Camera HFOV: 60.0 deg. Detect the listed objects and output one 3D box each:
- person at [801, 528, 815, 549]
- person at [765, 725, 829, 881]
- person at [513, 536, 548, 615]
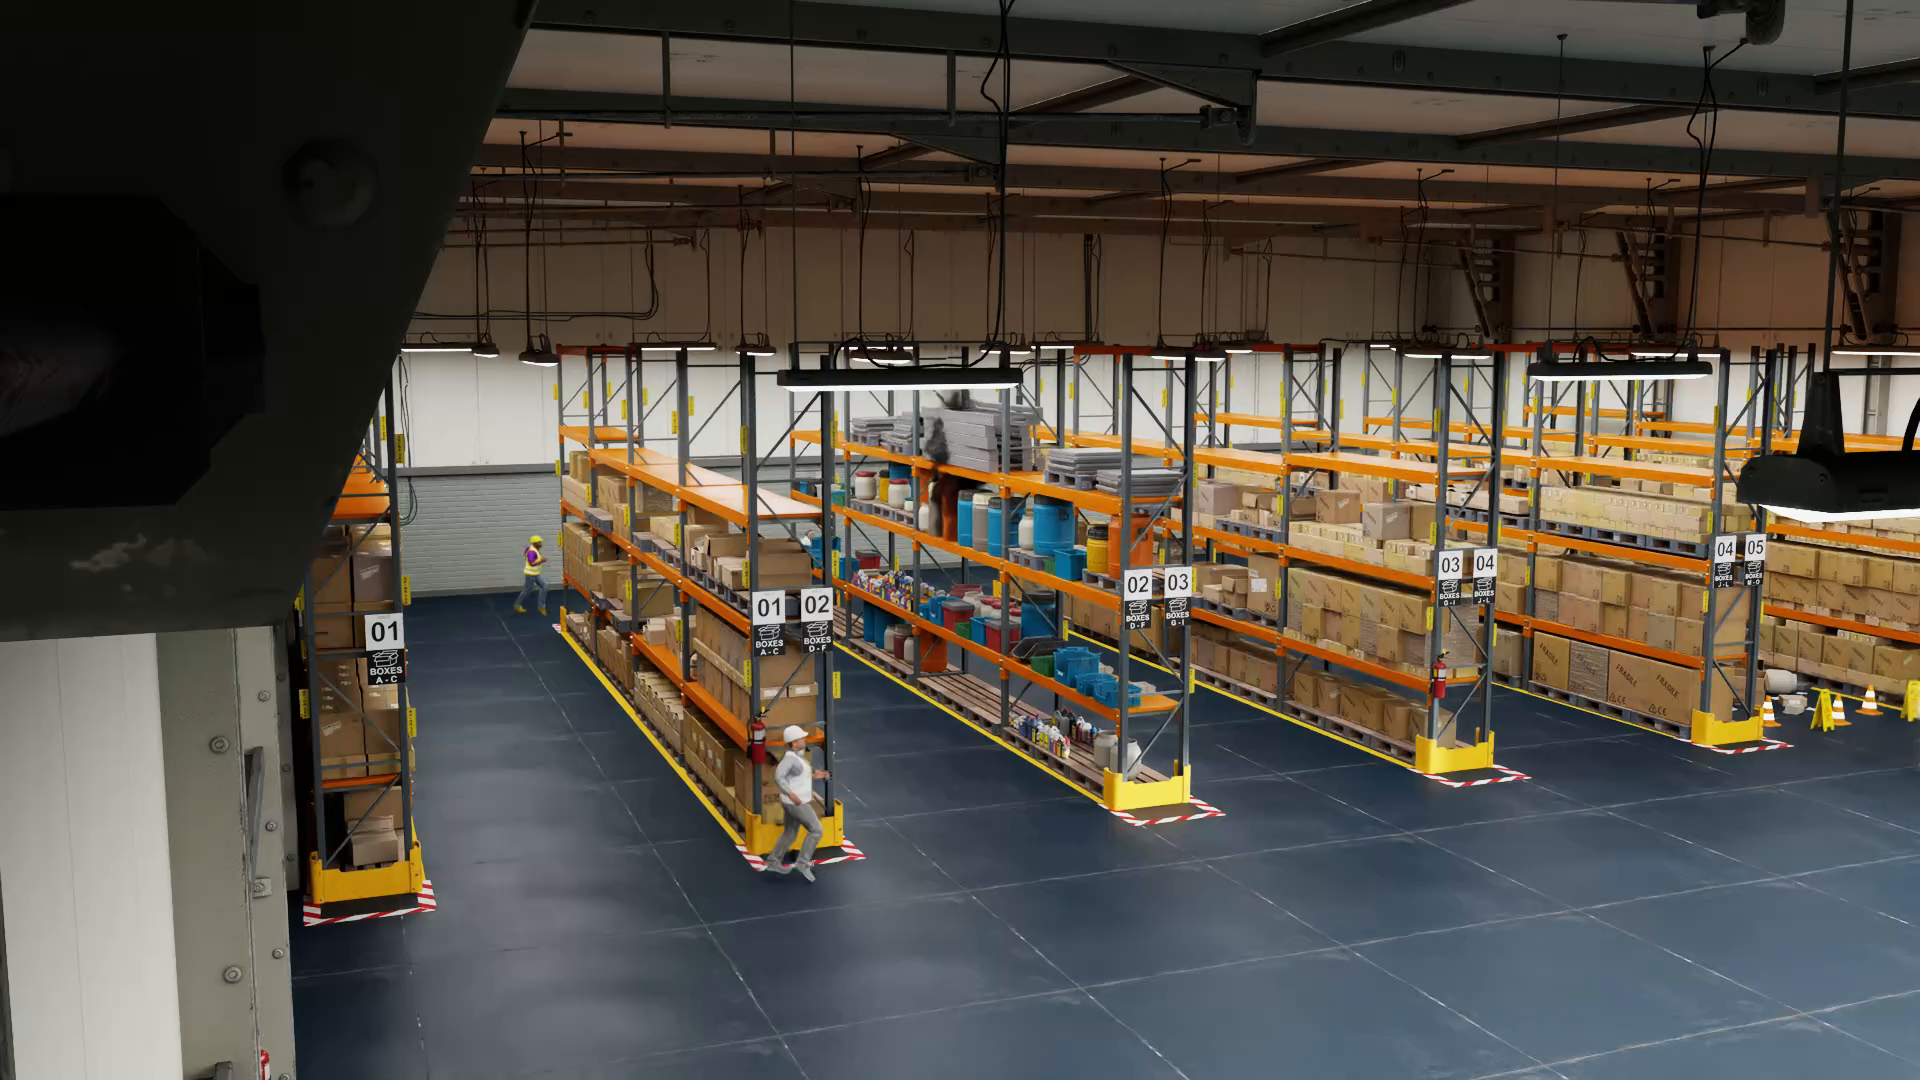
[{"bbox_3d":[-3.743,0.566,38.973,0.765,1.707,0.657,0,7,-2],"label":"person"},{"bbox_3d":[-1.879,3.037,19.186,0.756,1.818,0.635,-1,7,-9],"label":"person"},{"bbox_3d":[-9.484,0.810,36.785,0.861,1.833,0.675,1,7,6],"label":"person"}]
